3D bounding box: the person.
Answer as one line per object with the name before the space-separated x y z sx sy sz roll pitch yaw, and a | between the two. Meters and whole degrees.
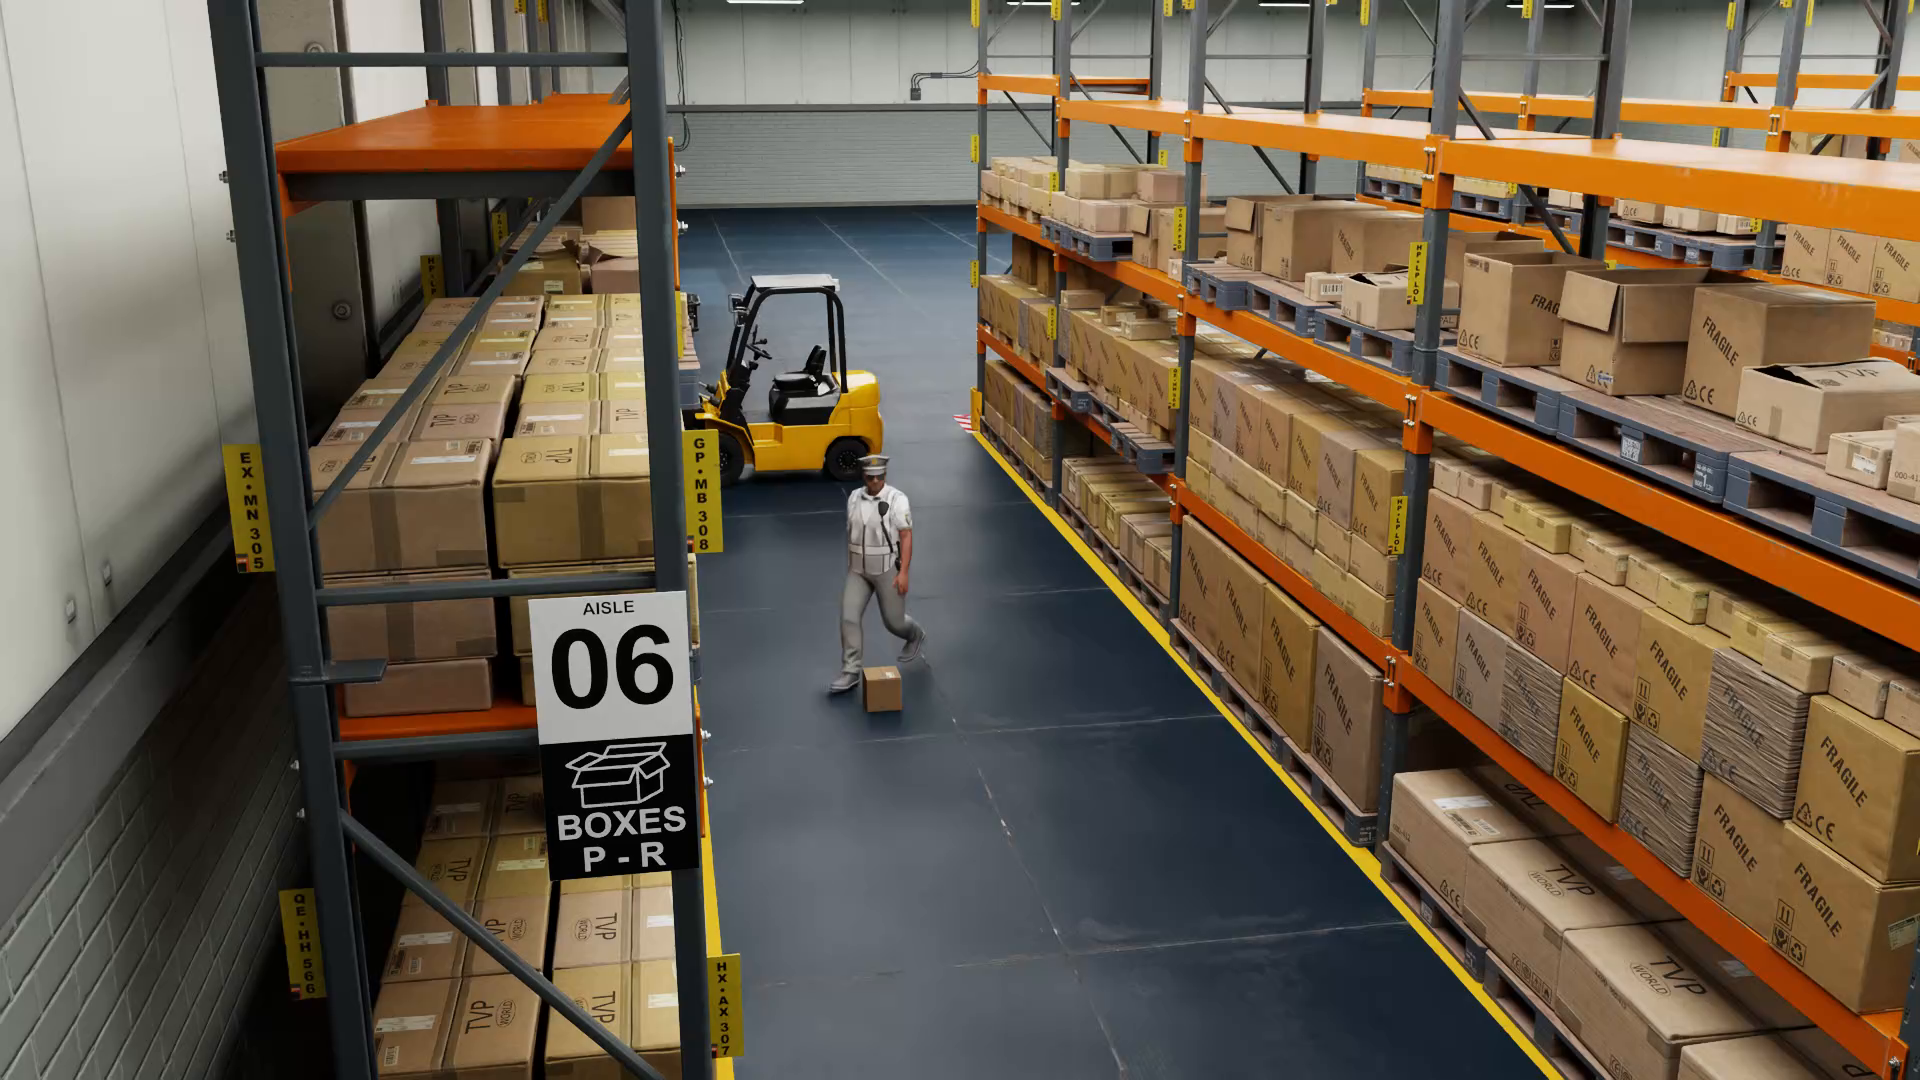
person | -0.641 0.213 12.337 0.555 1.707 0.948 6 17 21
